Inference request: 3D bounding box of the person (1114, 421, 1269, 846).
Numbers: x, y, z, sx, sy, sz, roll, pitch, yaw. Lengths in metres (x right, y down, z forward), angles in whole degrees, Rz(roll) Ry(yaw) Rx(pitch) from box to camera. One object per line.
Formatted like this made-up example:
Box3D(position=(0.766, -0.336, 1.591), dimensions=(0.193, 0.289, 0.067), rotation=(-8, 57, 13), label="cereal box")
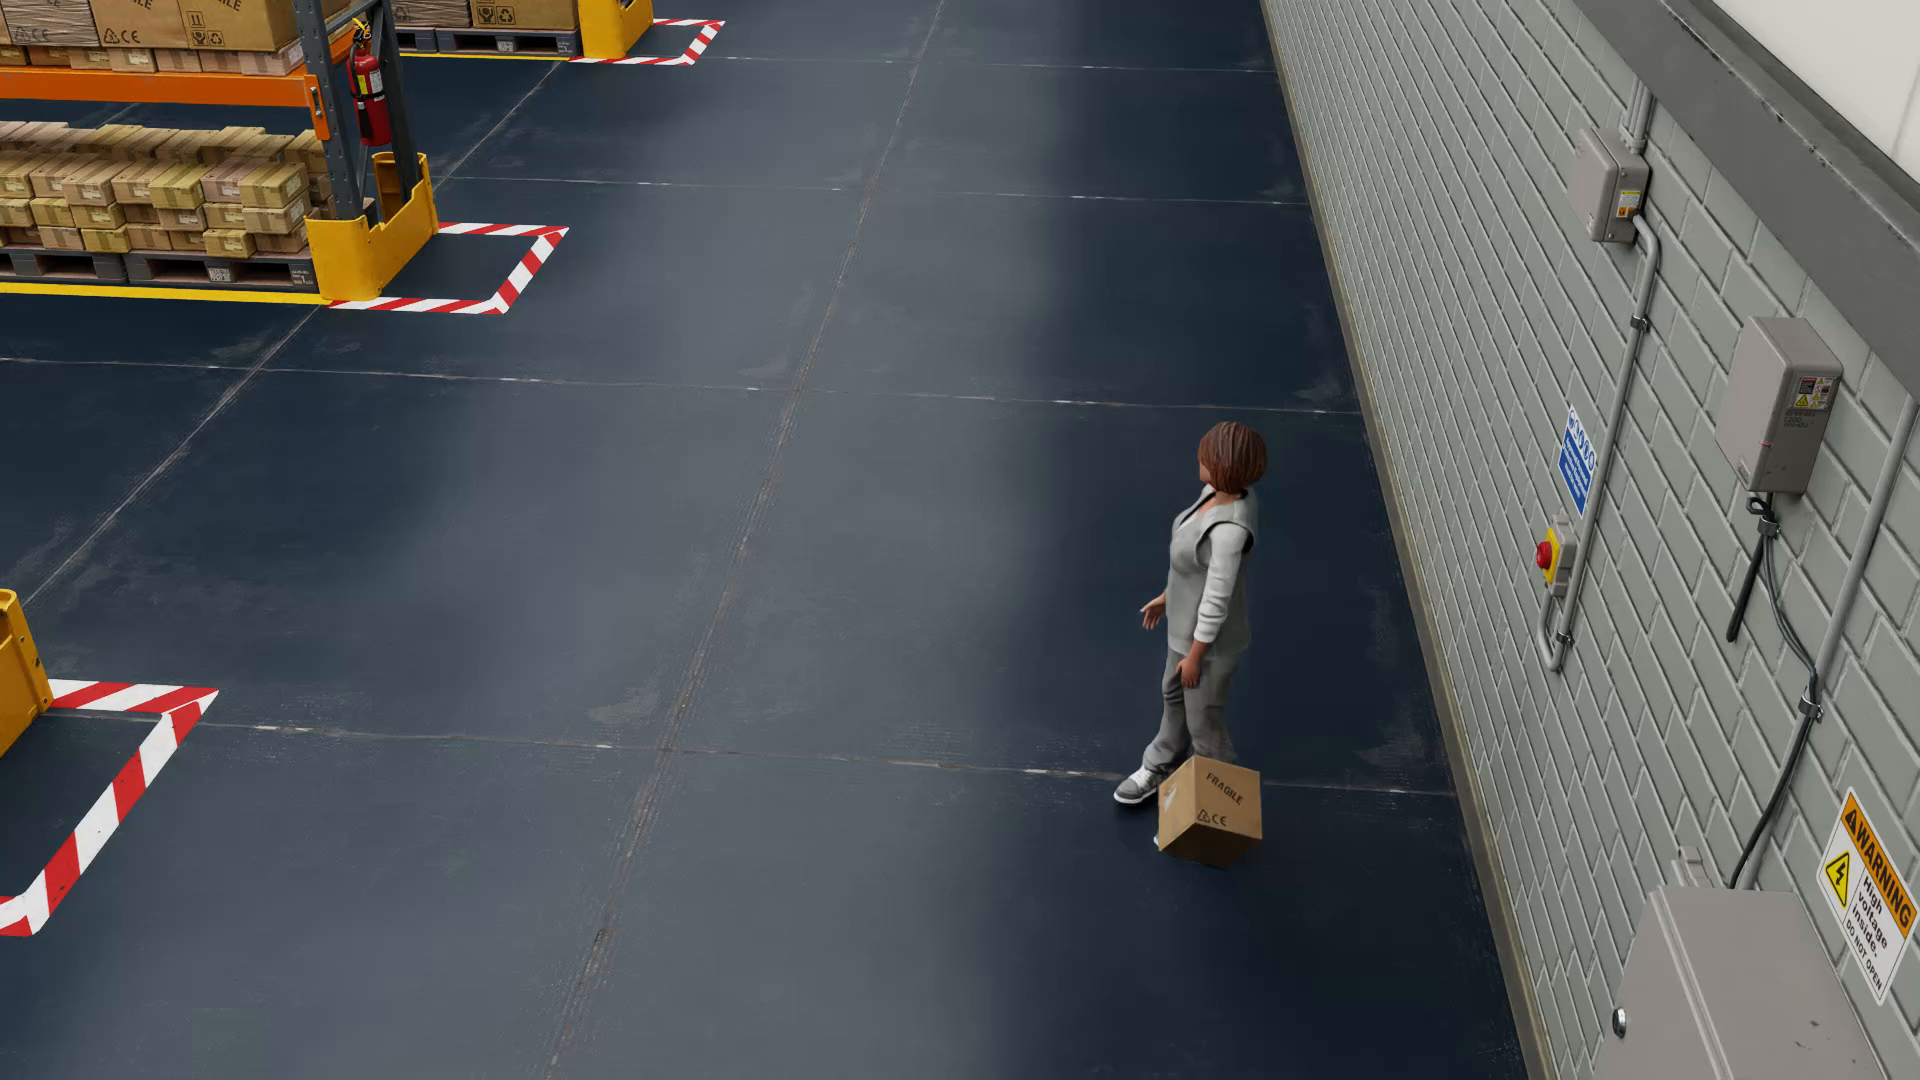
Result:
Box3D(position=(0.776, 0.332, 5.614), dimensions=(0.435, 1.588, 0.427), rotation=(3, 33, 5), label="person")
